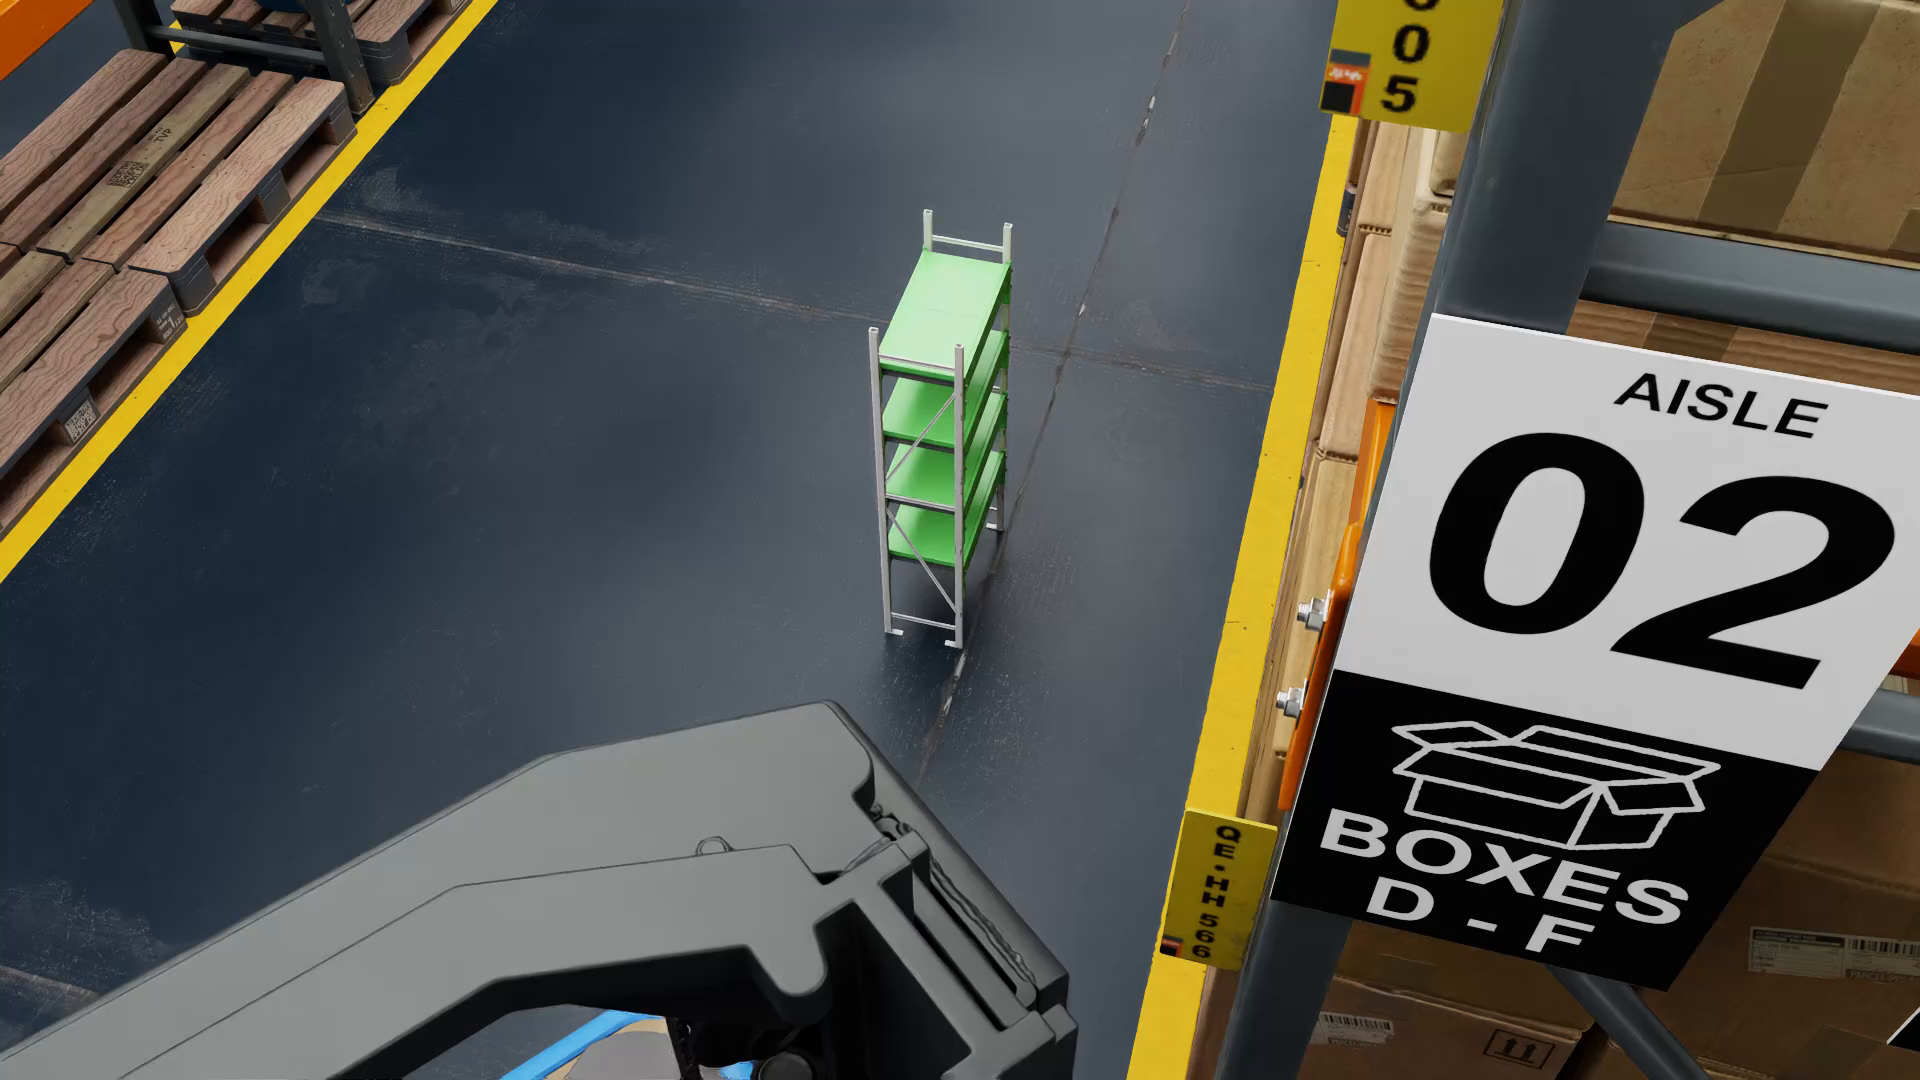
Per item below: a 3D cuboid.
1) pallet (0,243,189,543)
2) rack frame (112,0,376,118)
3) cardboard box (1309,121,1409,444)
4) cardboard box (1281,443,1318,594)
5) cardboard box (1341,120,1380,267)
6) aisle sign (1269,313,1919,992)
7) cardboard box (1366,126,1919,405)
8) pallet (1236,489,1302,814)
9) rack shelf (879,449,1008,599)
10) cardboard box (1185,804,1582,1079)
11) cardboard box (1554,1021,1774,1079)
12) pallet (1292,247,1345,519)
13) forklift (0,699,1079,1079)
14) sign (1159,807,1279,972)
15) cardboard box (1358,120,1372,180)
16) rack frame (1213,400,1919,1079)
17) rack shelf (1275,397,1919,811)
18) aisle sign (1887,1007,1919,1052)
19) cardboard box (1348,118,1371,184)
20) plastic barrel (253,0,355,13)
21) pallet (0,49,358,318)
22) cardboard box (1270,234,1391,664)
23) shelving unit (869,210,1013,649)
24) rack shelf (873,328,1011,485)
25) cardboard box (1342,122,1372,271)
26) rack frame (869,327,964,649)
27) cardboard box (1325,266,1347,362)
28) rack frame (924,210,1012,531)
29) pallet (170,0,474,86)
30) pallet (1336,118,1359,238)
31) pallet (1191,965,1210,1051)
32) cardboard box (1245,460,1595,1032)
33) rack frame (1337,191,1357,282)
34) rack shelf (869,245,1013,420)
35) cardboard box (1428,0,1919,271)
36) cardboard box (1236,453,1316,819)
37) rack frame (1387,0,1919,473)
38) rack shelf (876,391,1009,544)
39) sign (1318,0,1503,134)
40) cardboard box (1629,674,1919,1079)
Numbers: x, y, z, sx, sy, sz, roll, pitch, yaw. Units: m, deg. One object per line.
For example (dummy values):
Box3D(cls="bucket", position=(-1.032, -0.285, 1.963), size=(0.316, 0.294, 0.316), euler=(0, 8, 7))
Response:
Box3D(cls="pallet", position=(-3.378, -0.508, 5.557), size=(1.003, 0.211, 1.213), euler=(12, 50, 10))
Box3D(cls="rack frame", position=(-2.902, -2.855, 5.769), size=(1.000, 3.000, 0.127), euler=(12, 50, 10))
Box3D(cls="cardboard box", position=(0.939, -0.463, 2.925), size=(0.500, 0.500, 0.500), euler=(13, 50, 11))
Box3D(cls="cardboard box", position=(0.948, -0.128, 3.296), size=(0.500, 0.500, 0.500), euler=(12, 50, 10))
Box3D(cls="cardboard box", position=(1.074, -0.835, 3.253), size=(0.500, 0.500, 0.500), euler=(13, 50, 11))
Box3D(cls="aisle sign", position=(0.509, 0.147, 1.386), size=(0.394, 0.787, 0.004), euler=(12, 50, 10))
Box3D(cls="cardboard box", position=(0.703, -0.348, 1.656), size=(0.500, 0.250, 0.500), euler=(12, 50, 10))
Box3D(cls="pallet", position=(1.375, 0.430, 4.730), size=(1.003, 0.211, 1.213), euler=(12, 50, 10))
Box3D(cls="rack shelf", position=(-0.044, -0.076, 4.922), size=(0.258, 0.148, 0.480), euler=(12, 50, 10))
Box3D(cls="cardboard box", position=(0.678, 0.608, 2.646), size=(0.500, 0.500, 0.500), euler=(13, 50, 11))
Box3D(cls="cardboard box", position=(1.194, 0.716, 2.550), size=(0.500, 0.500, 0.500), euler=(13, 50, 11))
Box3D(cls="pallet", position=(1.694, -0.456, 5.511), size=(1.003, 0.211, 1.213), euler=(12, 50, 10))
Box3D(cls="forklift", position=(-0.043, 1.652, 1.837), size=(1.130, 2.935, 3.031), euler=(-29, 55, -23))
Box3D(cls="sign", position=(0.292, 0.407, 1.907), size=(0.100, 0.325, 0.005), euler=(12, 50, 10))
Box3D(cls="cardboard box", position=(1.347, -1.222, 4.261), size=(0.500, 0.500, 0.500), euler=(12, 50, 11))
Box3D(cls="rack frame", position=(0.823, 1.018, 2.351), size=(1.000, 3.000, 0.127), euler=(12, 50, 10))
Box3D(cls="rack shelf", position=(1.349, -1.183, 2.772), size=(1.077, 0.370, 4.000), euler=(12, 50, 10))
Box3D(cls="aisle sign", position=(1.088, 0.265, 1.281), size=(0.394, 0.787, 0.004), euler=(12, 50, 10))
Box3D(cls="cardboard box", position=(1.729, -1.607, 6.041), size=(0.500, 0.500, 0.500), euler=(11, 50, 10))
Box3D(cls="plastic barrel", position=(-2.743, -2.690, 6.743), size=(0.600, 0.901, 0.708), euler=(12, 50, 10))
Box3D(cls="pallet", position=(-3.058, -1.393, 6.338), size=(1.003, 0.211, 1.213), euler=(12, 50, 10))
Box3D(cls="cardboard box", position=(0.807, -0.087, 2.593), size=(0.500, 0.500, 0.500), euler=(13, 50, 11))
Box3D(cls="shelving unit", position=(-0.044, -0.277, 4.694), size=(0.258, 1.200, 0.503), euler=(12, 50, 10))
Box3D(cls="rack shelf", position=(-0.044, -0.394, 4.562), size=(0.258, 0.148, 0.480), euler=(12, 50, 10))
Box3D(cls="cardboard box", position=(1.213, -0.861, 3.942), size=(0.500, 0.500, 0.500), euler=(11, 50, 10))
Box3D(cls="rack frame", position=(-0.108, -0.101, 4.539), size=(0.240, 1.200, 0.015), euler=(12, 50, 10))
Box3D(cls="cardboard box", position=(1.080, -0.493, 3.617), size=(0.500, 0.500, 0.500), euler=(11, 49, 10))
Box3D(cls="rack frame", position=(0.021, -0.454, 4.850), size=(0.240, 1.200, 0.015), euler=(12, 50, 10))
Box3D(cls="pallet", position=(-2.659, -2.482, 7.300), size=(1.003, 0.211, 1.213), euler=(12, 50, 10))
Box3D(cls="pallet", position=(2.053, -1.548, 6.475), size=(1.003, 0.211, 1.213), euler=(12, 50, 10))
Box3D(cls="pallet", position=(1.052, 1.309, 3.954), size=(1.003, 0.211, 1.213), euler=(12, 50, 10))
Box3D(cls="cardboard box", position=(0.674, 0.278, 2.270), size=(0.500, 0.500, 0.500), euler=(11, 50, 10))
Box3D(cls="rack frame", position=(1.875, -1.875, 4.904), size=(1.000, 3.000, 0.127), euler=(12, 50, 10))
Box3D(cls="rack shelf", position=(-0.044, -0.553, 4.383), size=(0.258, 0.148, 0.480), euler=(12, 50, 10))
Box3D(cls="cardboard box", position=(0.712, -0.512, 1.467), size=(0.500, 0.250, 0.500), euler=(12, 50, 10))
Box3D(cls="cardboard box", position=(0.811, 0.232, 2.978), size=(0.500, 0.500, 0.500), euler=(12, 50, 10))
Box3D(cls="rack frame", position=(0.823, -0.967, 0.101), size=(1.000, 3.000, 0.127), euler=(12, 50, 10))
Box3D(cls="rack shelf", position=(-0.044, -0.235, 4.742), size=(0.258, 0.148, 0.480), euler=(12, 50, 10))
Box3D(cls="sign", position=(0.292, -0.391, 1.003), size=(0.100, 0.325, 0.005), euler=(12, 50, 10))
Box3D(cls="cardboard box", position=(1.194, 0.385, 2.176), size=(0.500, 0.500, 0.500), euler=(13, 50, 11))
